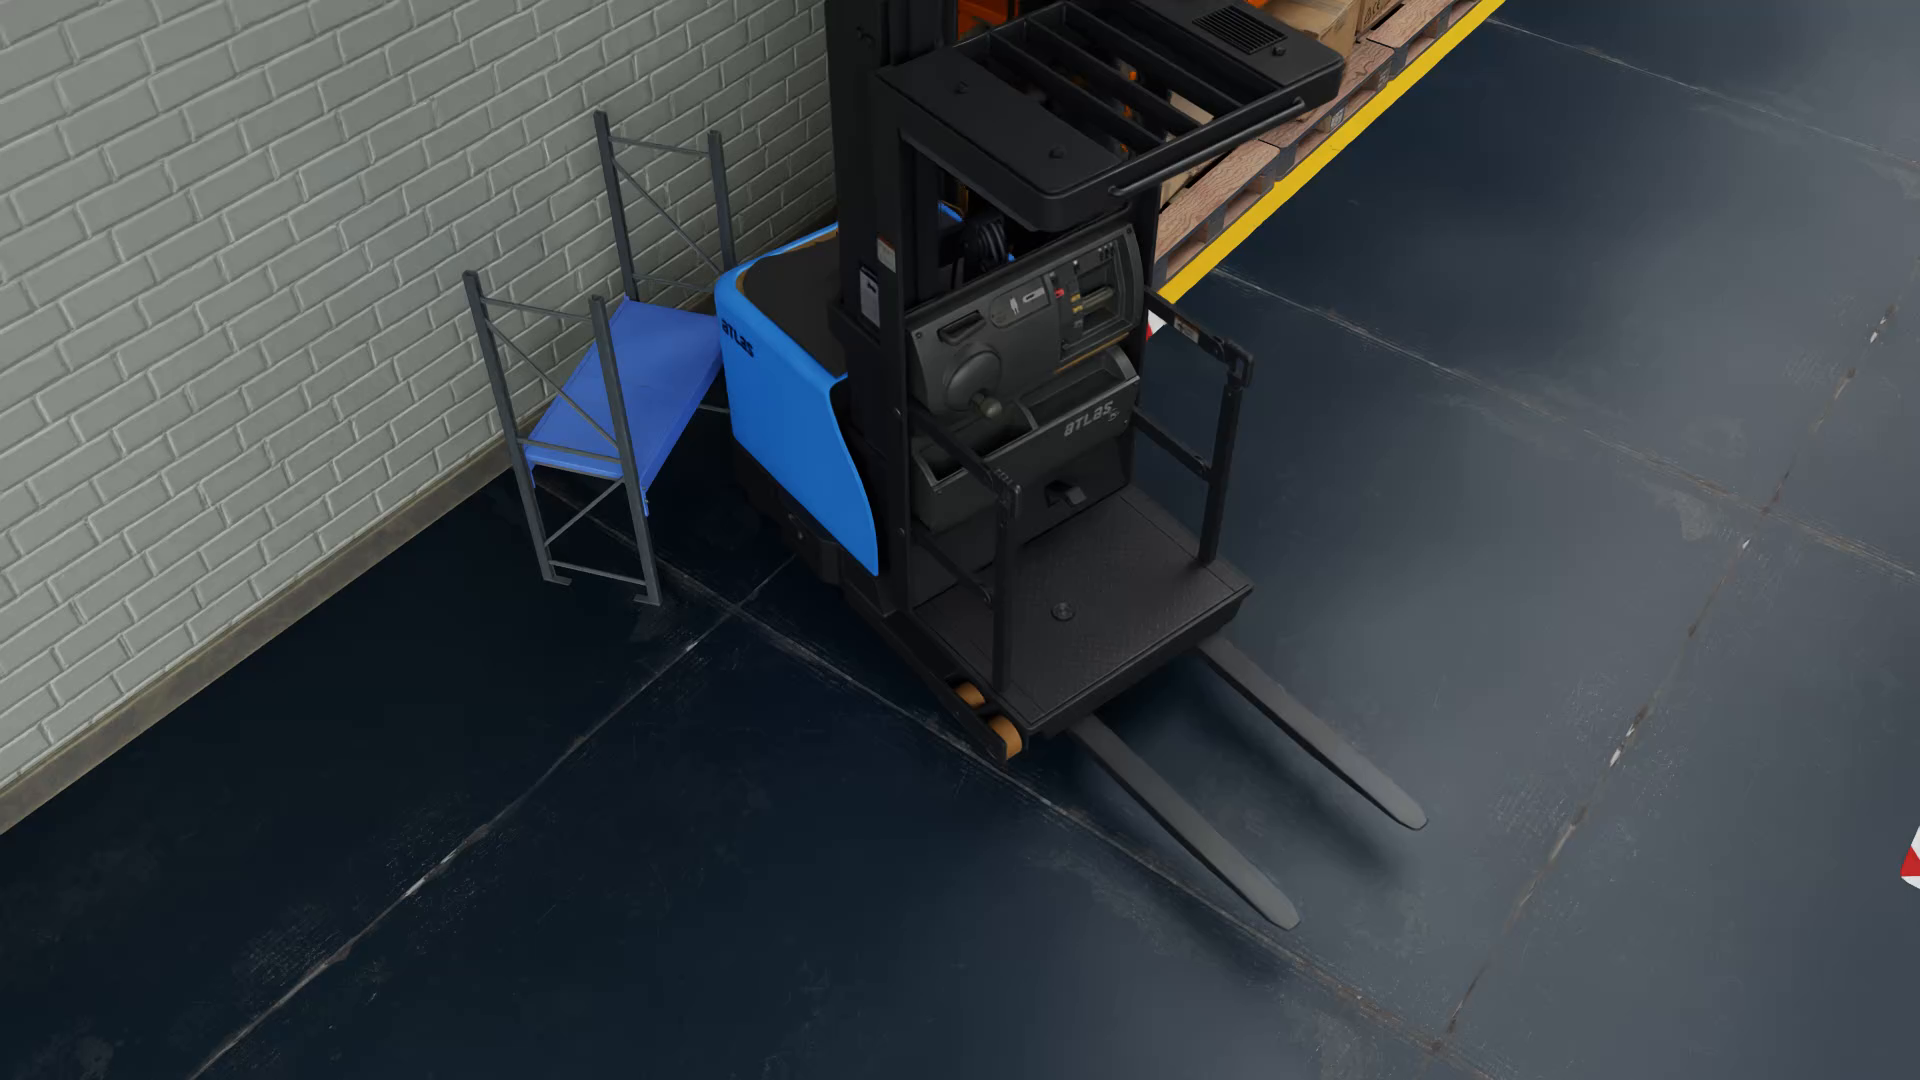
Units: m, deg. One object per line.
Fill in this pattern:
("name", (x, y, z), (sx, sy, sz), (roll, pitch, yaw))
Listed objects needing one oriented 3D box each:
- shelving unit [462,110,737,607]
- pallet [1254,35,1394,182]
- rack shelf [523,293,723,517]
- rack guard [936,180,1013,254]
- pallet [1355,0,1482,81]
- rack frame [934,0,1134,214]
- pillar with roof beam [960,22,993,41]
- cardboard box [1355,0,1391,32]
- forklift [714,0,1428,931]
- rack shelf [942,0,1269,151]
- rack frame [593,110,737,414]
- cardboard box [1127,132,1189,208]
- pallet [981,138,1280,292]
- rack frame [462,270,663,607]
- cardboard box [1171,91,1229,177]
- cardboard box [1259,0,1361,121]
("shelving unit", (-1.266, -0.672, 6.355), (0.538, 1.500, 1.048), (12, 47, 11))
("pallet", (1.596, -2.454, 8.948), (1.003, 0.211, 1.213), (29, 53, 25))
("rack shelf", (-1.266, -0.548, 6.485), (0.538, 0.185, 1.000), (12, 47, 11))
("rack guard", (0.325, -1.409, 7.750), (1.175, 0.500, 0.348), (29, 53, 25))
("pallet", (2.342, -3.155, 9.618), (1.003, 0.211, 1.213), (29, 53, 25))
("rack frame", (0.279, -2.229, 6.805), (1.000, 3.000, 0.127), (29, 53, 25))
("pillar with roof beam", (3.429, -3.181, 3.565), (9.100, 9.000, 0.400), (29, 53, 25))
("cardboard box", (2.122, -3.195, 9.152), (0.500, 0.500, 0.500), (25, 51, 22))
("forklift", (0.367, -0.630, 5.325), (1.130, 2.935, 3.031), (-30, 53, -25))
("rack shelf", (1.502, -3.125, 8.158), (1.077, 0.370, 4.000), (29, 53, 25))
("rack frame", (-1.122, -1.025, 6.692), (0.500, 1.500, 0.032), (12, 47, 11))
("cardboard box", (0.773, -1.808, 7.958), (0.500, 0.311, 0.500), (24, 51, 21))
("pallet", (0.850, -1.759, 8.284), (1.003, 0.211, 1.213), (29, 53, 25))
("rack frame", (-1.409, -0.320, 6.018), (0.500, 1.500, 0.032), (12, 47, 11))
("cardboard box", (1.122, -2.135, 8.270), (0.500, 0.311, 0.500), (34, 55, 28))
("cardboard box", (1.610, -2.598, 8.581), (0.700, 0.500, 0.500), (26, 52, 23))
